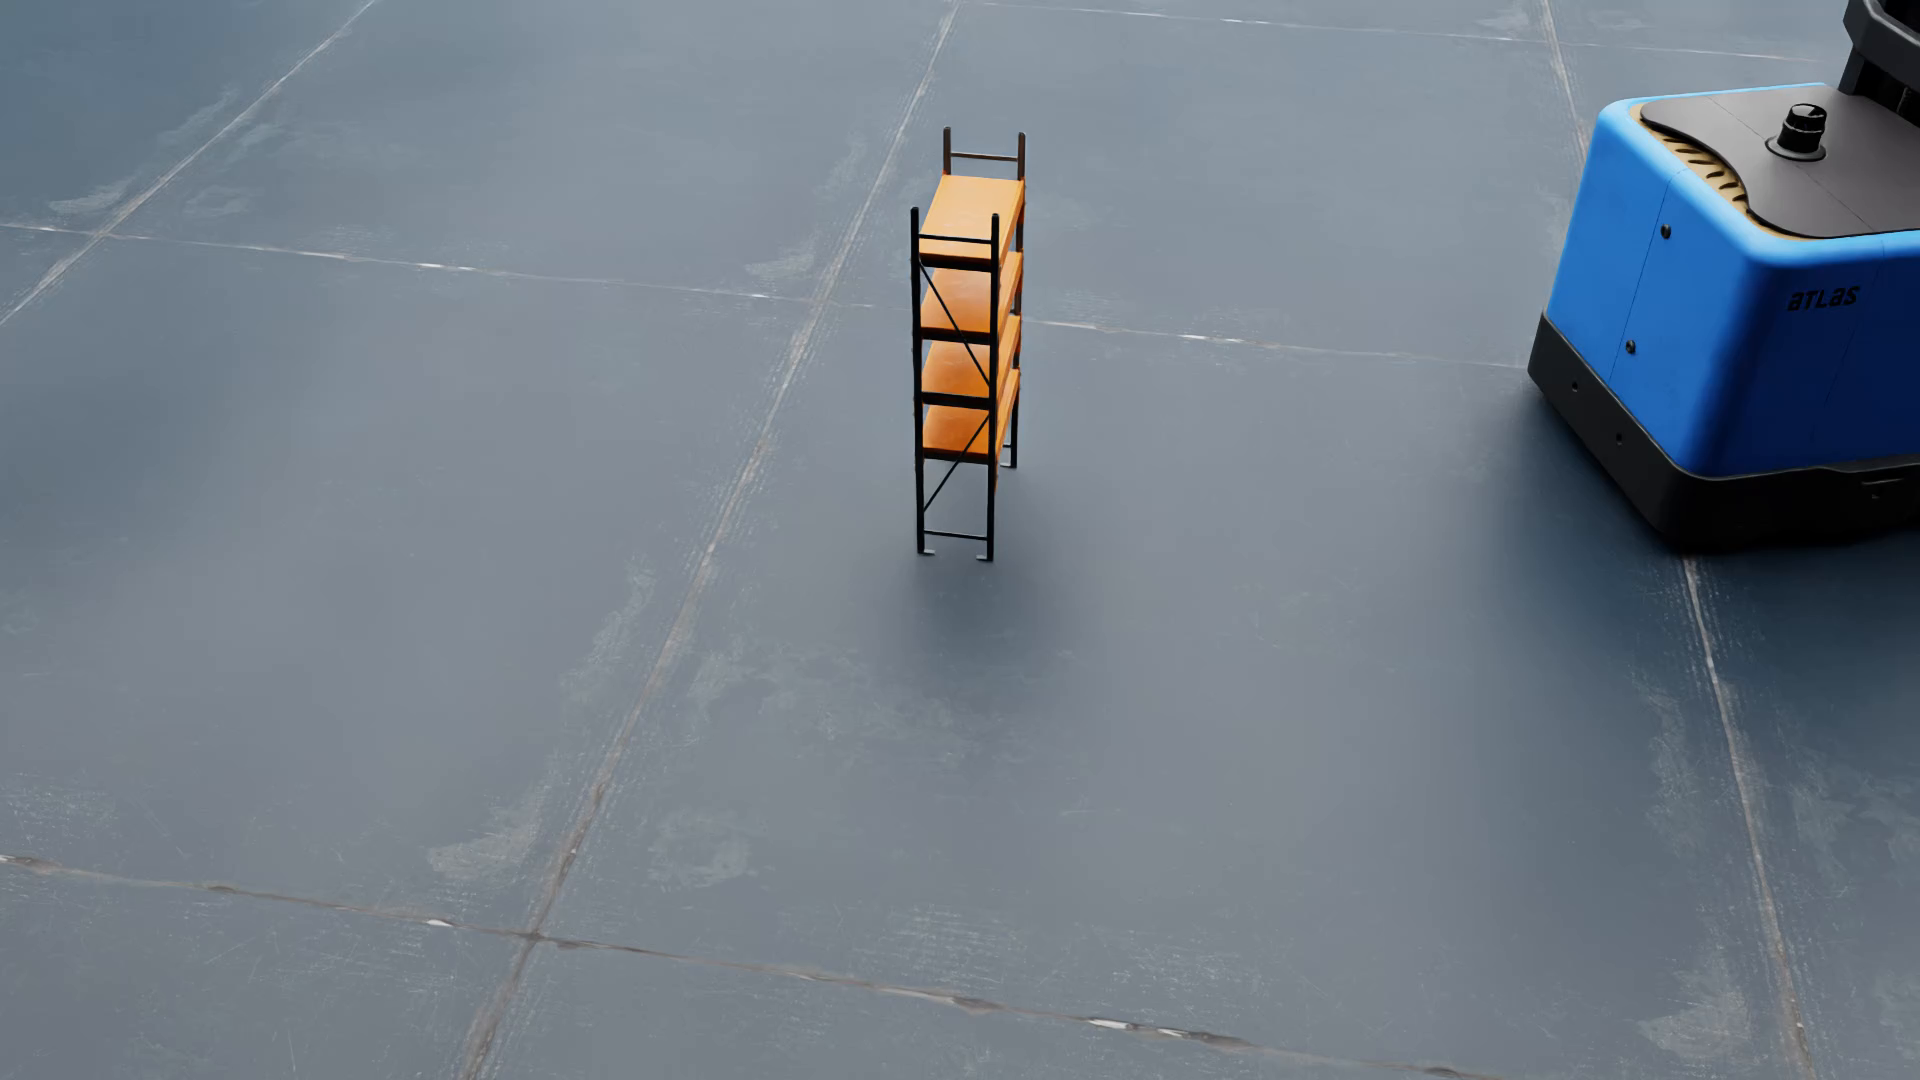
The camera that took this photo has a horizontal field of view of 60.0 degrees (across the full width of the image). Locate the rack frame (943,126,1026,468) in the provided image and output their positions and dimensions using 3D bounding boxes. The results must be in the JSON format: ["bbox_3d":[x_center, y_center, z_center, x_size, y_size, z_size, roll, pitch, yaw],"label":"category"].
[{"bbox_3d":[0.071,-0.719,5.179,0.240,1.200,0.015,6,40,8],"label":"rack frame"}]

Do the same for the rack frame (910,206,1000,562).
[{"bbox_3d":[-0.014,-0.413,4.808,0.240,1.200,0.015,6,40,8],"label":"rack frame"}]

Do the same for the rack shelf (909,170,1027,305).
[{"bbox_3d":[0.029,-0.869,4.743,0.258,0.148,0.480,6,40,8],"label":"rack shelf"}]

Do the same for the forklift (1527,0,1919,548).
[{"bbox_3d":[3.565,-1.567,4.845,3.031,2.935,1.130,-7,40,-8],"label":"forklift"}]

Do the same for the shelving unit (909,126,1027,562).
[{"bbox_3d":[0.029,-0.566,4.993,0.258,1.200,0.503,6,40,8],"label":"shelving unit"}]

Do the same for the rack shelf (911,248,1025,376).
[{"bbox_3d":[0.029,-0.687,4.894,0.258,0.148,0.480,6,40,8],"label":"rack shelf"}]

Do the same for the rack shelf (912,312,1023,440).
[{"bbox_3d":[0.029,-0.514,5.036,0.258,0.148,0.480,6,40,8],"label":"rack shelf"}]

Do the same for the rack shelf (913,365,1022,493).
[{"bbox_3d":[0.029,-0.361,5.163,0.258,0.148,0.480,6,40,8],"label":"rack shelf"}]
